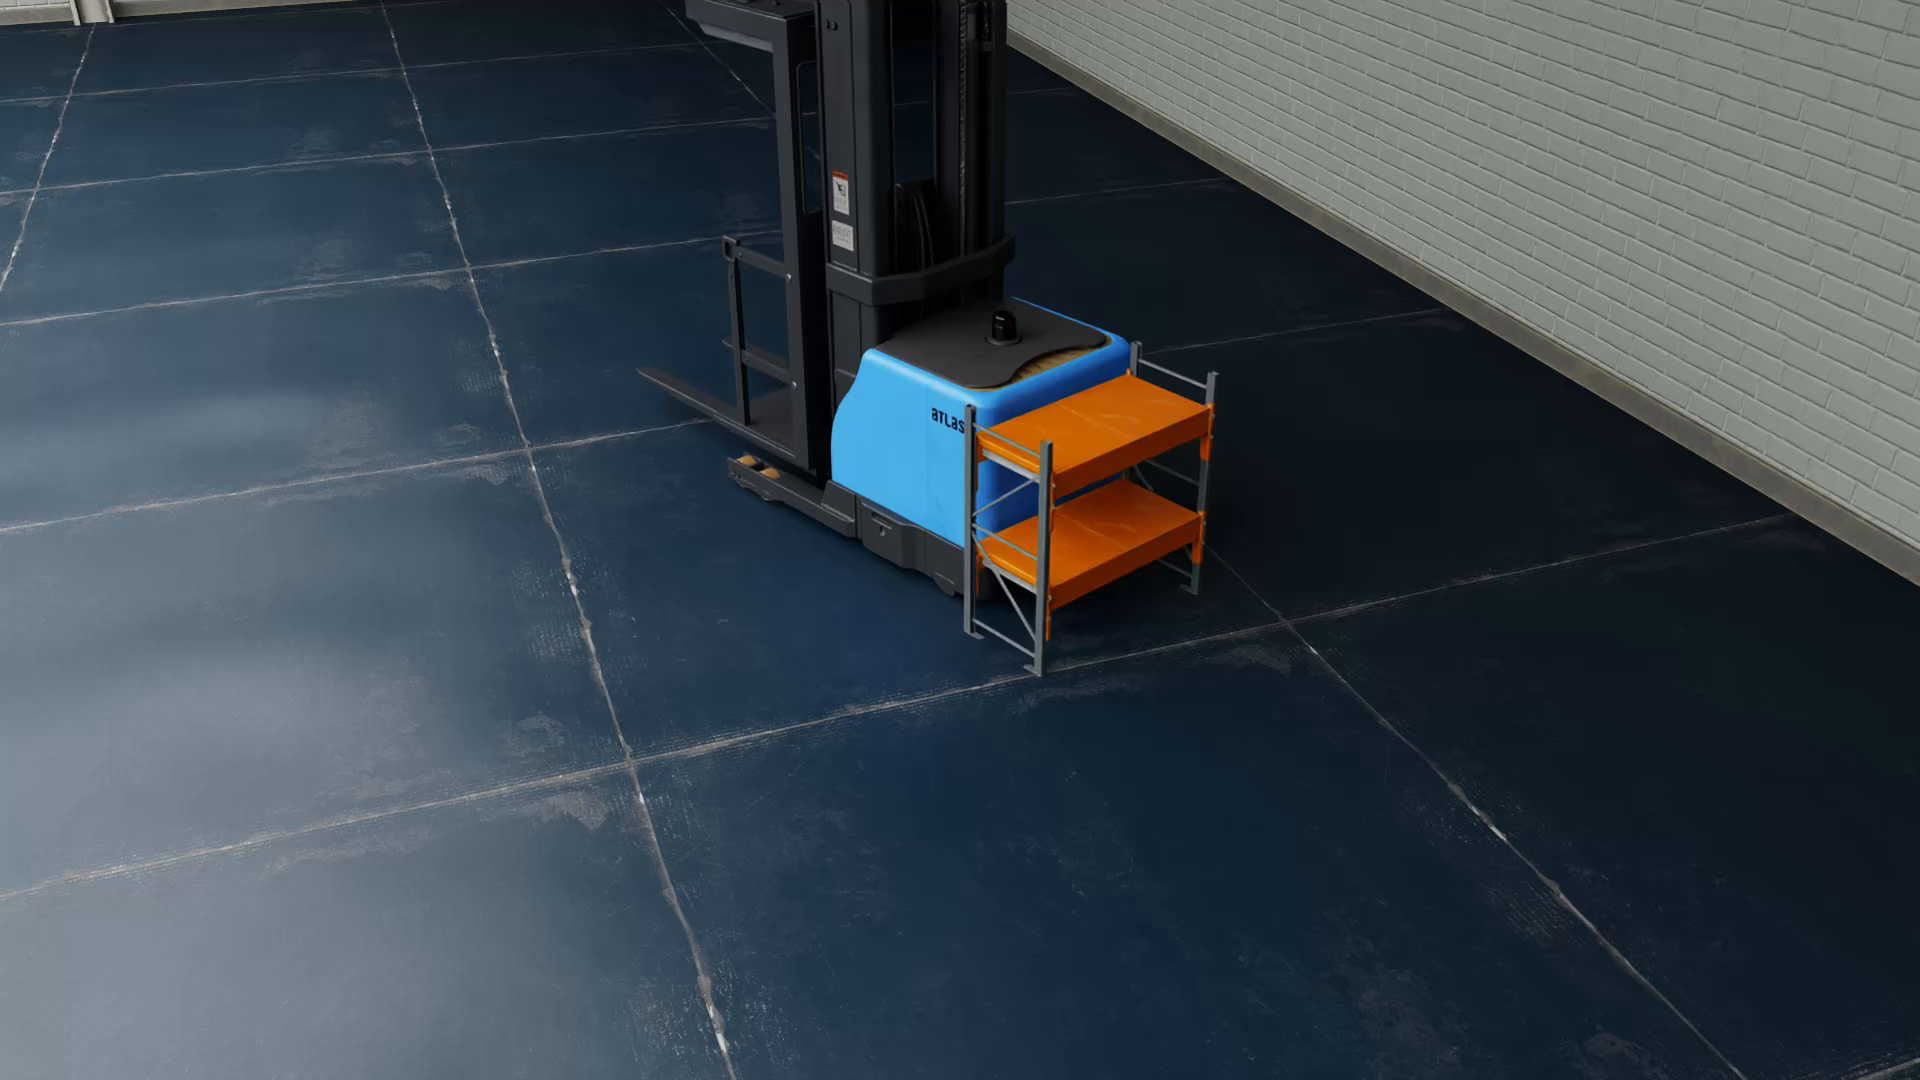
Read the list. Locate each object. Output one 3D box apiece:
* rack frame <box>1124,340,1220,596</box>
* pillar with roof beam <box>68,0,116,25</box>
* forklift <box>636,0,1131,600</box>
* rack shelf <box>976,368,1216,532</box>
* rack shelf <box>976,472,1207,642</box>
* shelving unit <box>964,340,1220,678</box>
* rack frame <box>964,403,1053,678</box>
[{"bbox_3d":[0.956,-0.324,7.682,0.032,1.125,0.500,-24,37,-35],"label":"rack frame"},{"bbox_3d":[-7.981,-7.609,12.514,0.400,9.000,9.100,-10,31,-18],"label":"pillar with roof beam"},{"bbox_3d":[-0.570,-1.634,8.158,1.130,2.935,3.031,-25,38,-37],"label":"forklift"},{"bbox_3d":[0.576,-0.411,7.243,1.000,0.278,0.538,-24,37,-35],"label":"rack shelf"},{"bbox_3d":[0.576,0.056,7.509,1.000,0.278,0.538,-24,37,-35],"label":"rack shelf"},{"bbox_3d":[0.576,-0.156,7.388,1.048,1.125,0.538,-24,37,-35],"label":"shelving unit"},{"bbox_3d":[0.196,0.011,7.094,0.032,1.125,0.500,-24,37,-35],"label":"rack frame"}]
